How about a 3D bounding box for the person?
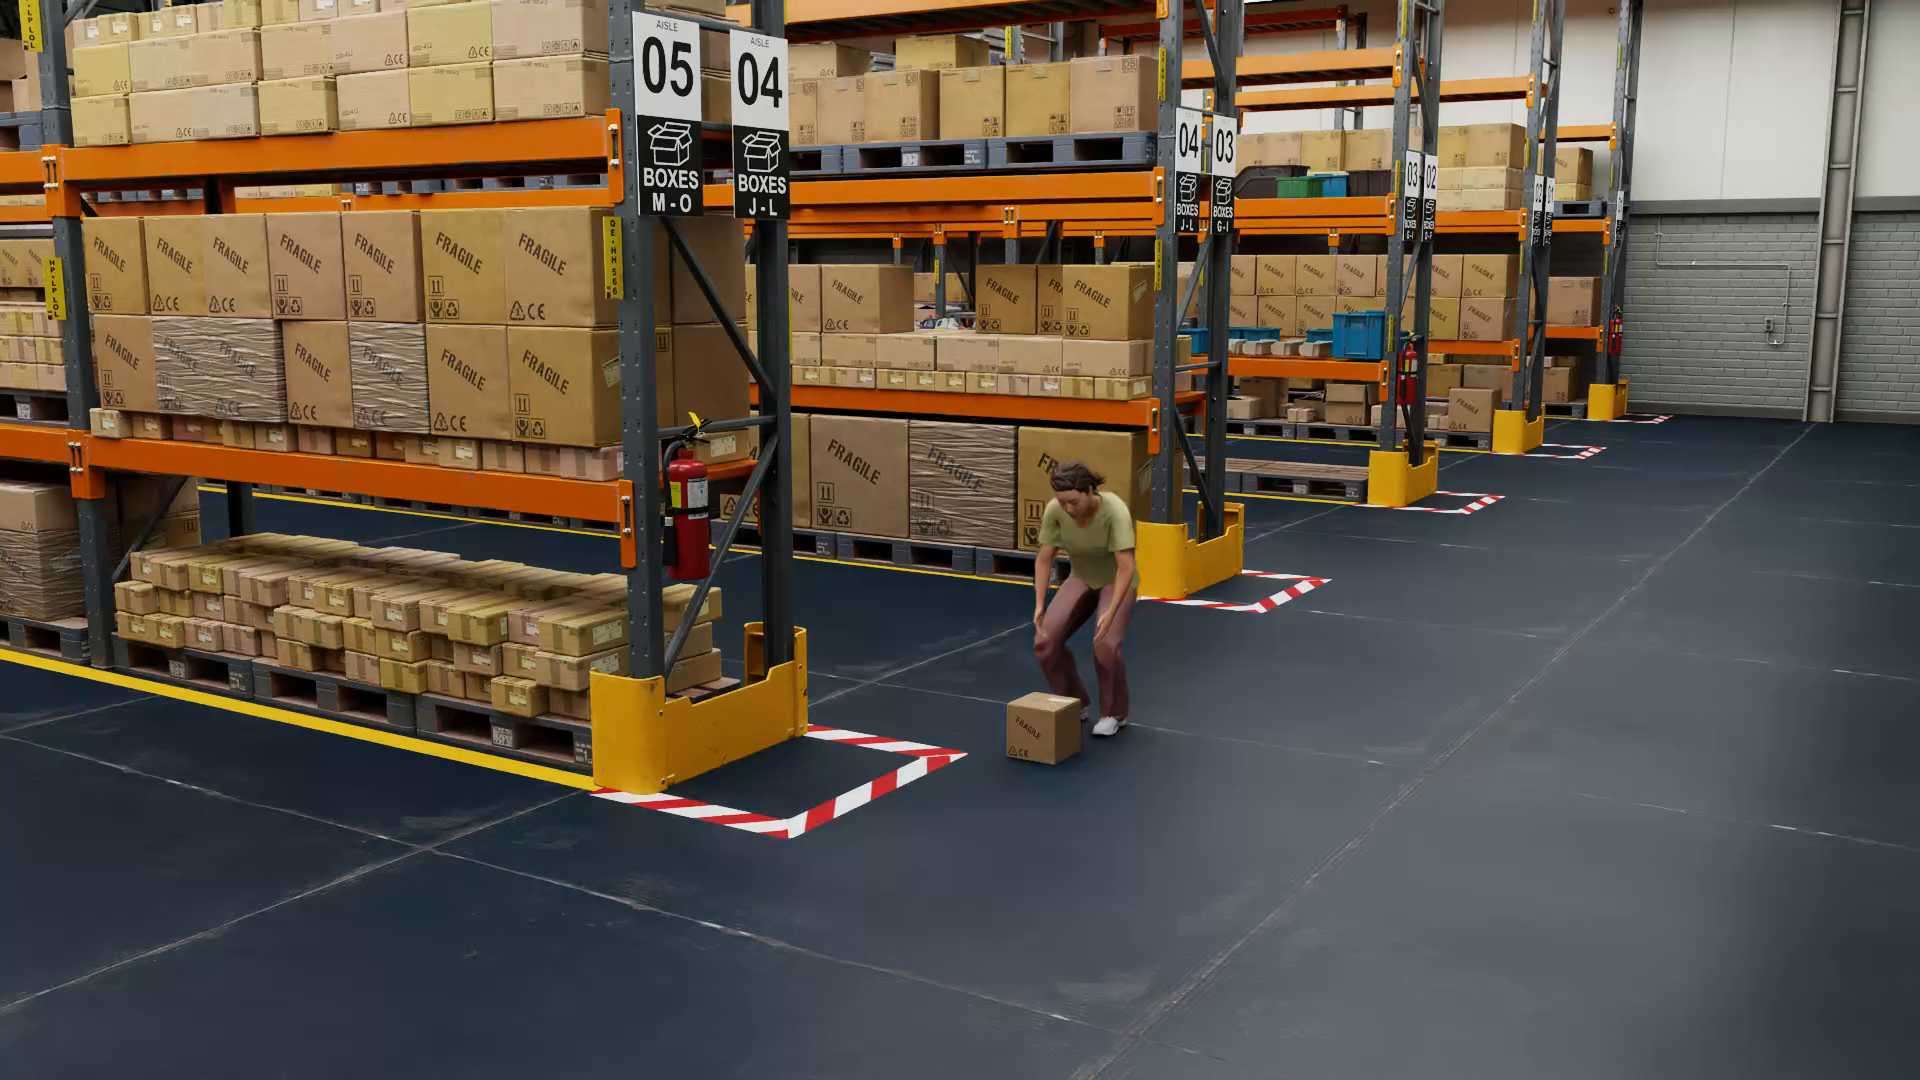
[{"bbox_3d":[0.625,0.261,7.881,0.511,1.333,0.668,6,11,32],"label":"person"}]
